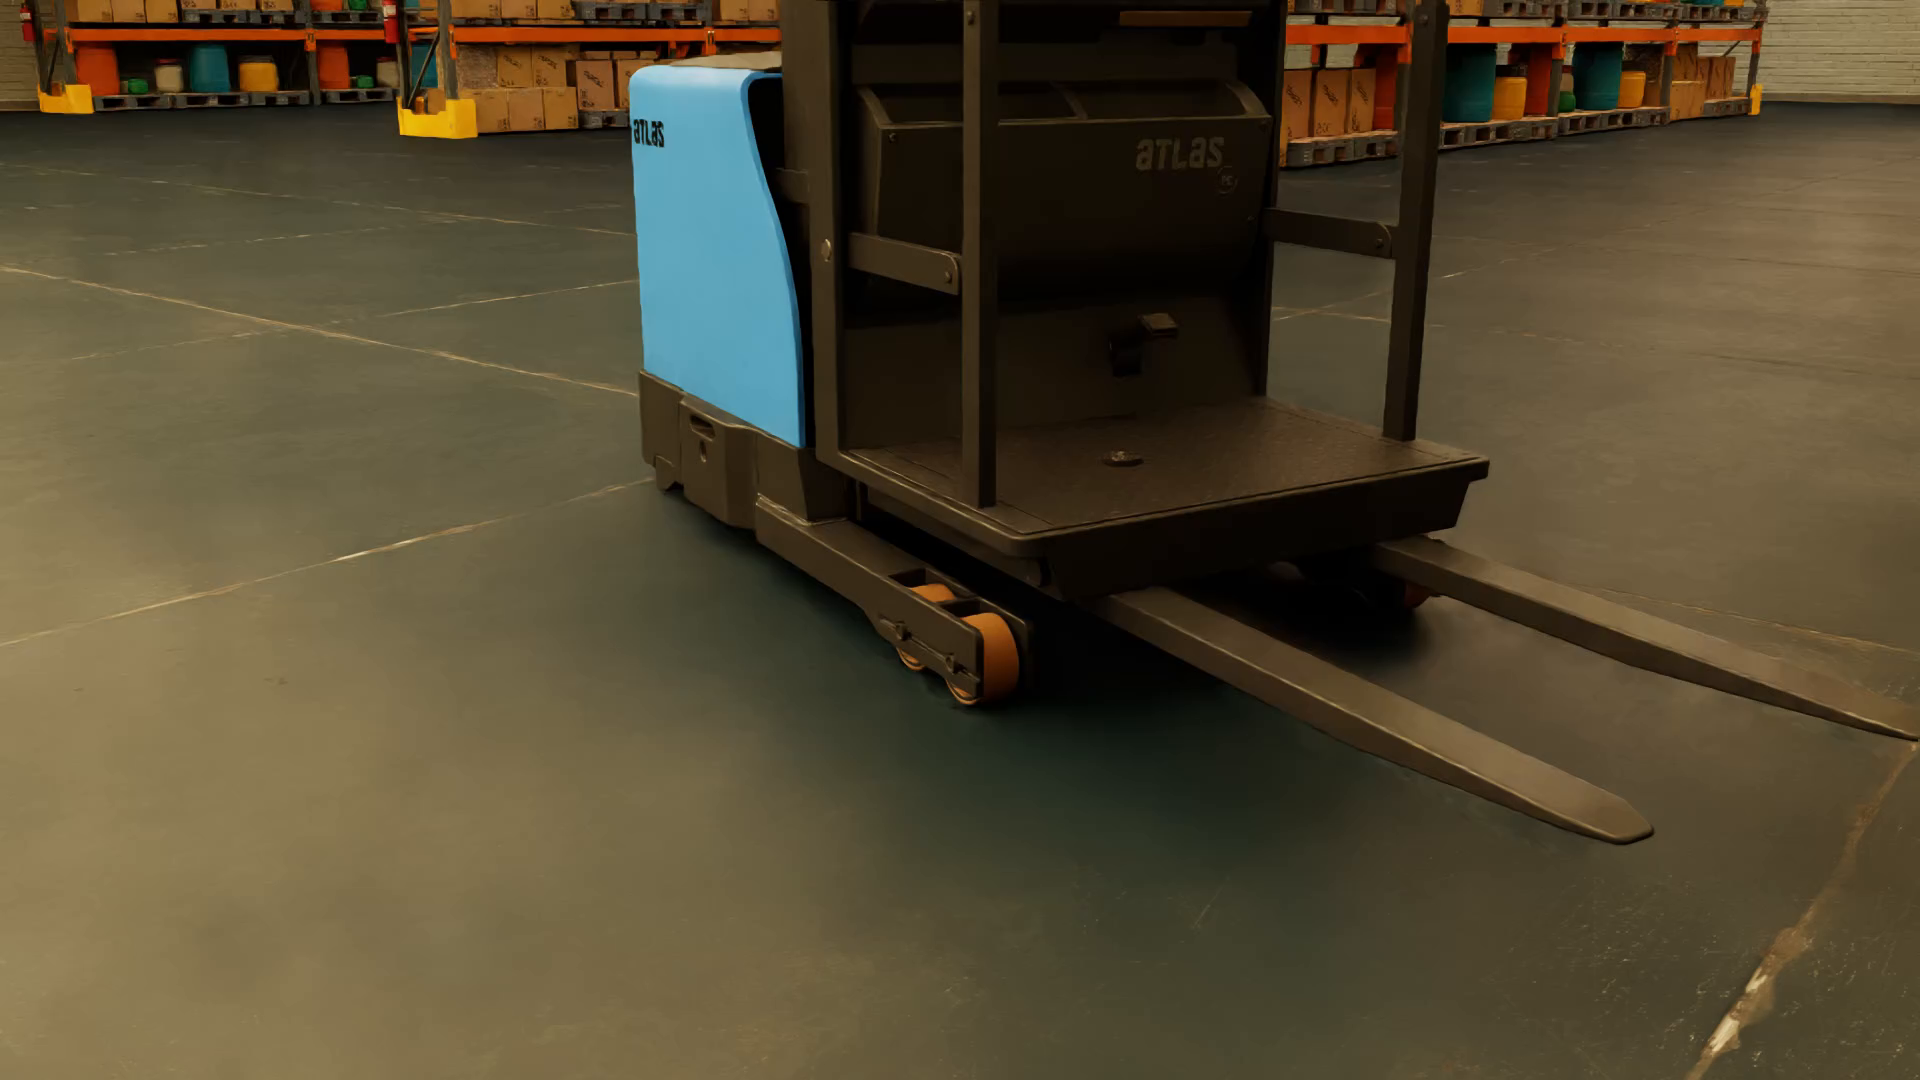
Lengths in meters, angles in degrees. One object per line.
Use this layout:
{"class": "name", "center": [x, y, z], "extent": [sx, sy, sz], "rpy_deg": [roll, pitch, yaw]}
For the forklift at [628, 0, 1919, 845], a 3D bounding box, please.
{"class": "forklift", "center": [0.329, -1.258, 3.041], "extent": [1.130, 2.935, 3.031], "rpy_deg": [-9, 19, -28]}
